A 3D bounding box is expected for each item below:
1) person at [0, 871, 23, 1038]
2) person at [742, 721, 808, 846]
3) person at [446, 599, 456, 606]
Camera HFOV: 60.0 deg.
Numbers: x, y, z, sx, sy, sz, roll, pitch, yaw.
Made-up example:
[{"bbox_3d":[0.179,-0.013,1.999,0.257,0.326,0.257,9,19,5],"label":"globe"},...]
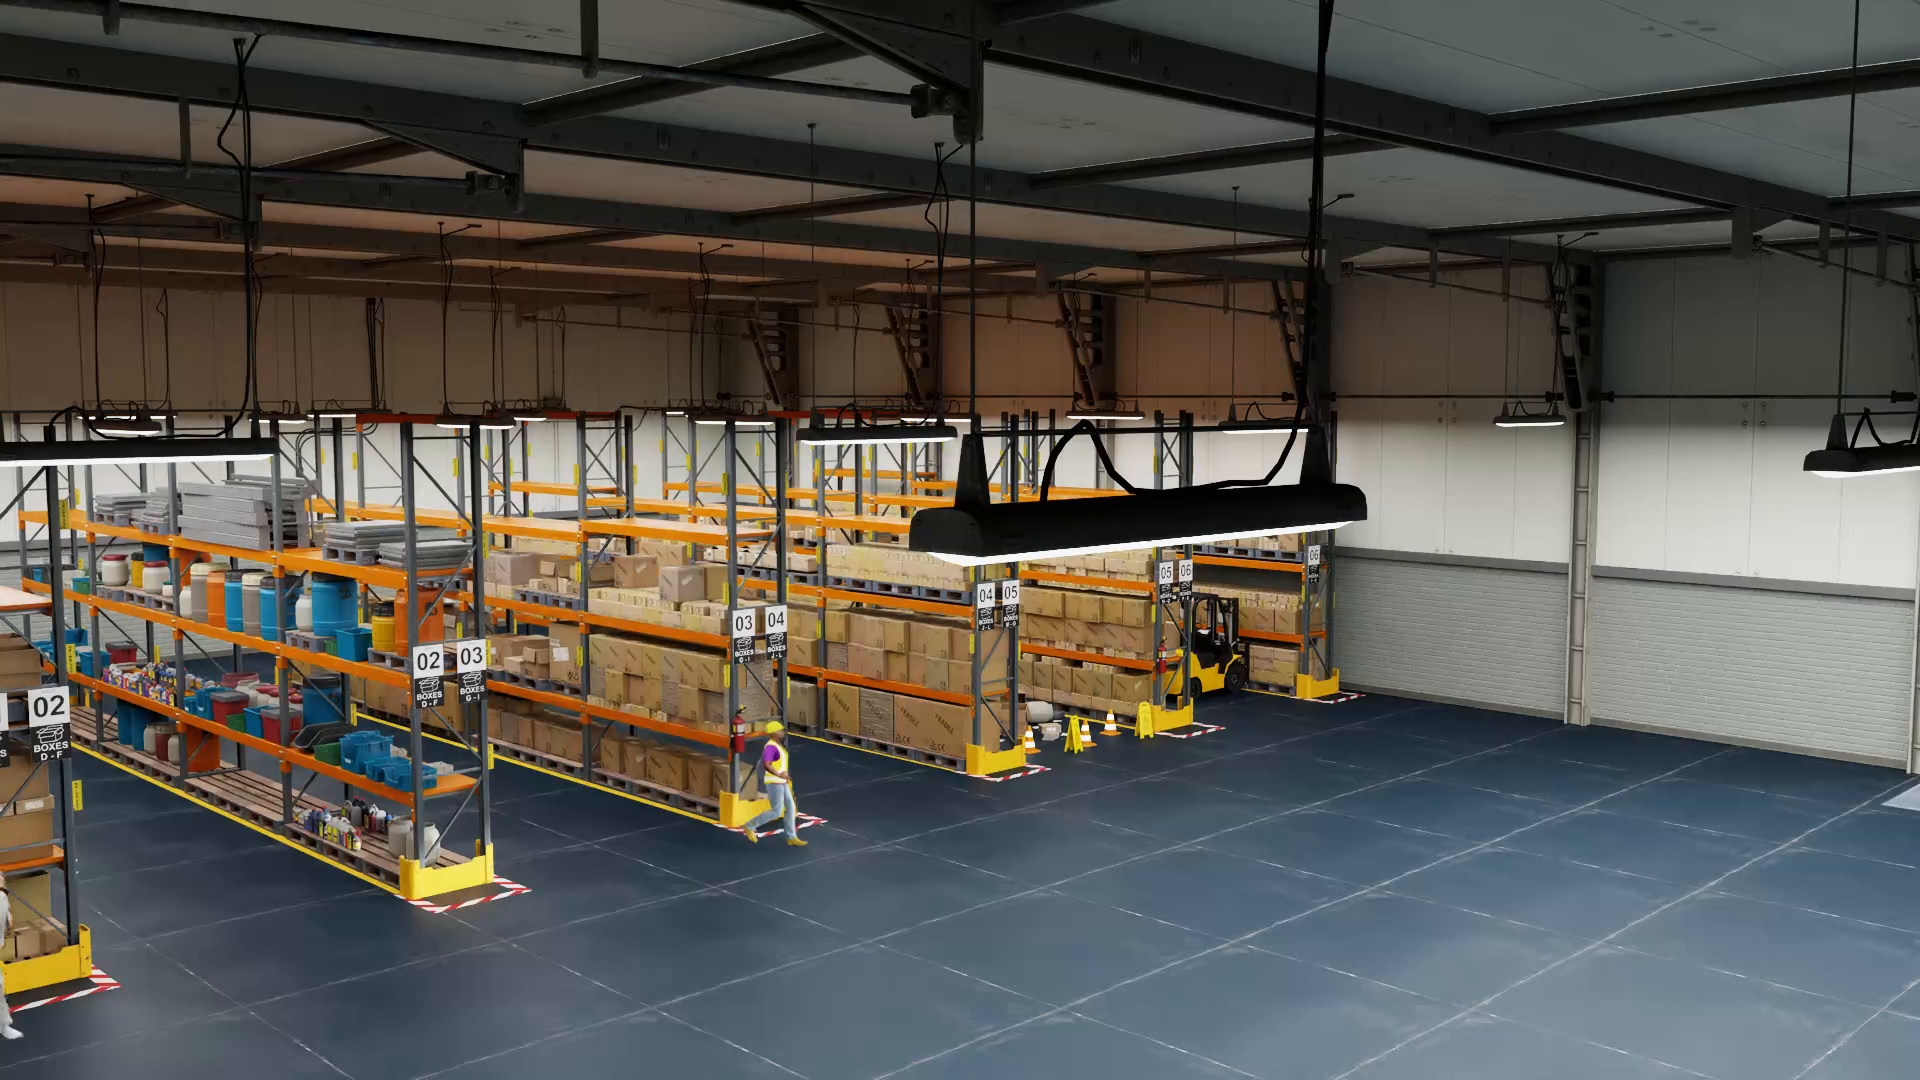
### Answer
[{"bbox_3d":[-9.715,4.075,16.586,0.907,1.672,0.589,0,5,3],"label":"person"},{"bbox_3d":[-2.582,3.426,23.477,0.918,1.724,0.765,0,5,3],"label":"person"},{"bbox_3d":[-11.694,2.184,38.075,0.720,1.699,0.578,-3,6,-29],"label":"person"}]
